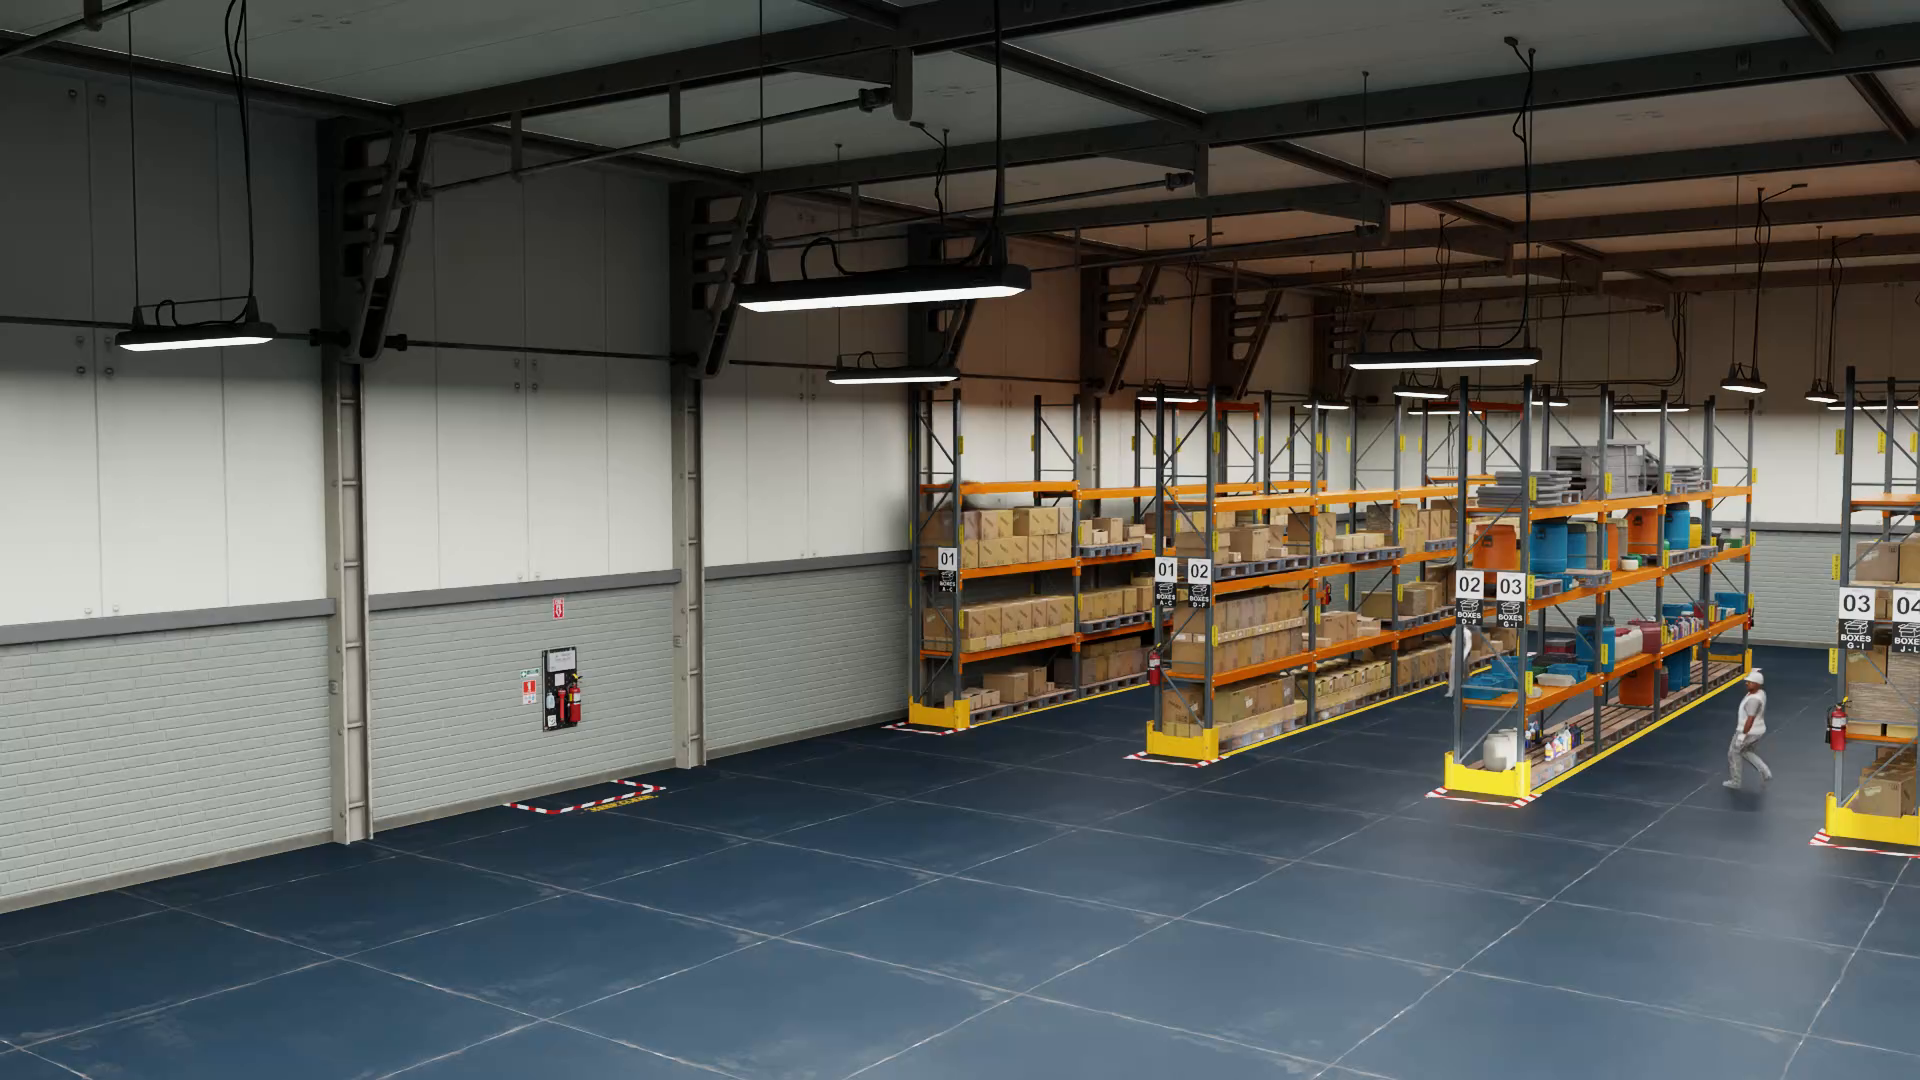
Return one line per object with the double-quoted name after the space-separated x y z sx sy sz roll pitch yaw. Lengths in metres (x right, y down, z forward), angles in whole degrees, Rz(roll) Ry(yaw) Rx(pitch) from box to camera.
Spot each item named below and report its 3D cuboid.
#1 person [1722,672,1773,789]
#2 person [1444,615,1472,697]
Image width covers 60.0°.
11.388 2.768 24.119 0.594 1.745 0.703 -3 4 -42 "person"
9.934 2.290 33.007 0.476 1.638 0.996 2 4 33 "person"
